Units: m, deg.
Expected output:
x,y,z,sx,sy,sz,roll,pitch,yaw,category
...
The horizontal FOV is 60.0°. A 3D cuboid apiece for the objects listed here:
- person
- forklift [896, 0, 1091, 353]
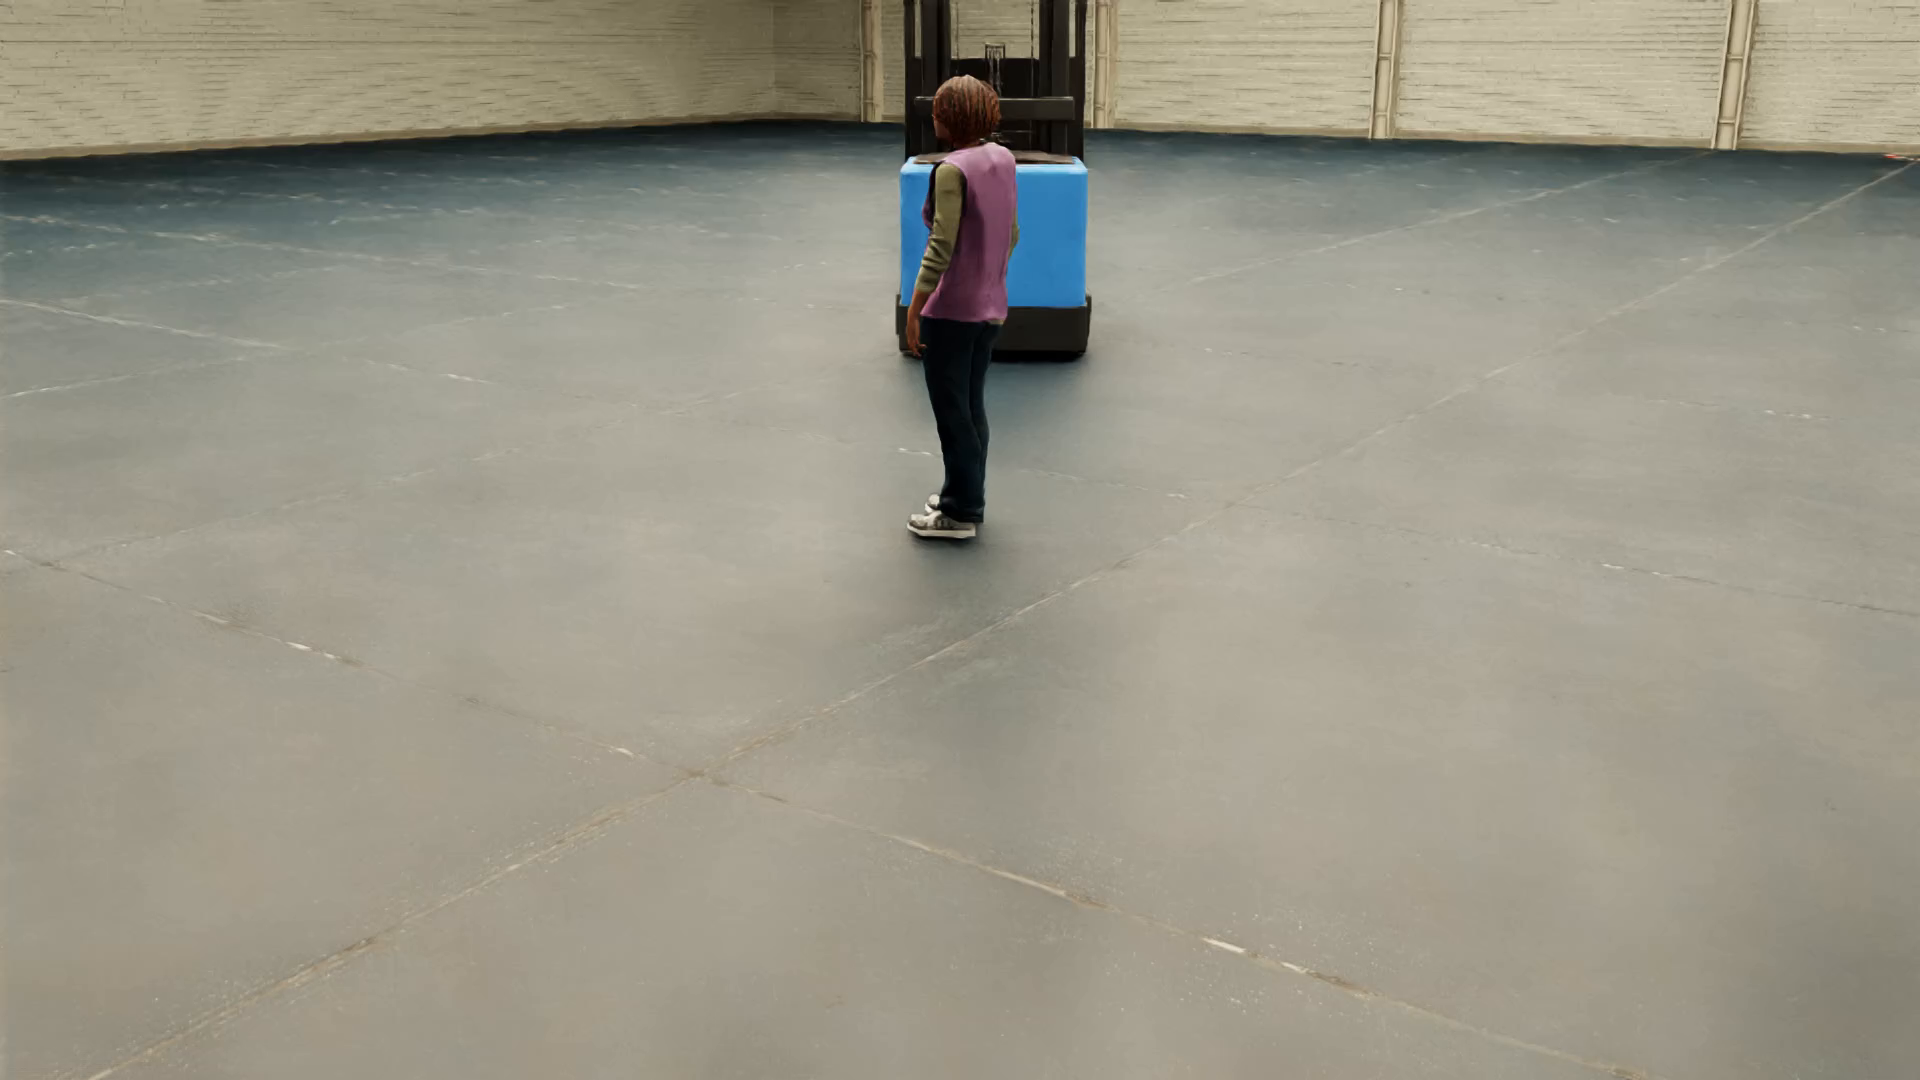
x,y,z,sx,sy,sz,roll,pitch,yaw,category
-0.053,-0.787,5.769,0.474,1.597,0.520,11,20,33,person
0.215,-2.823,10.273,1.130,2.935,3.031,0,17,1,forklift
